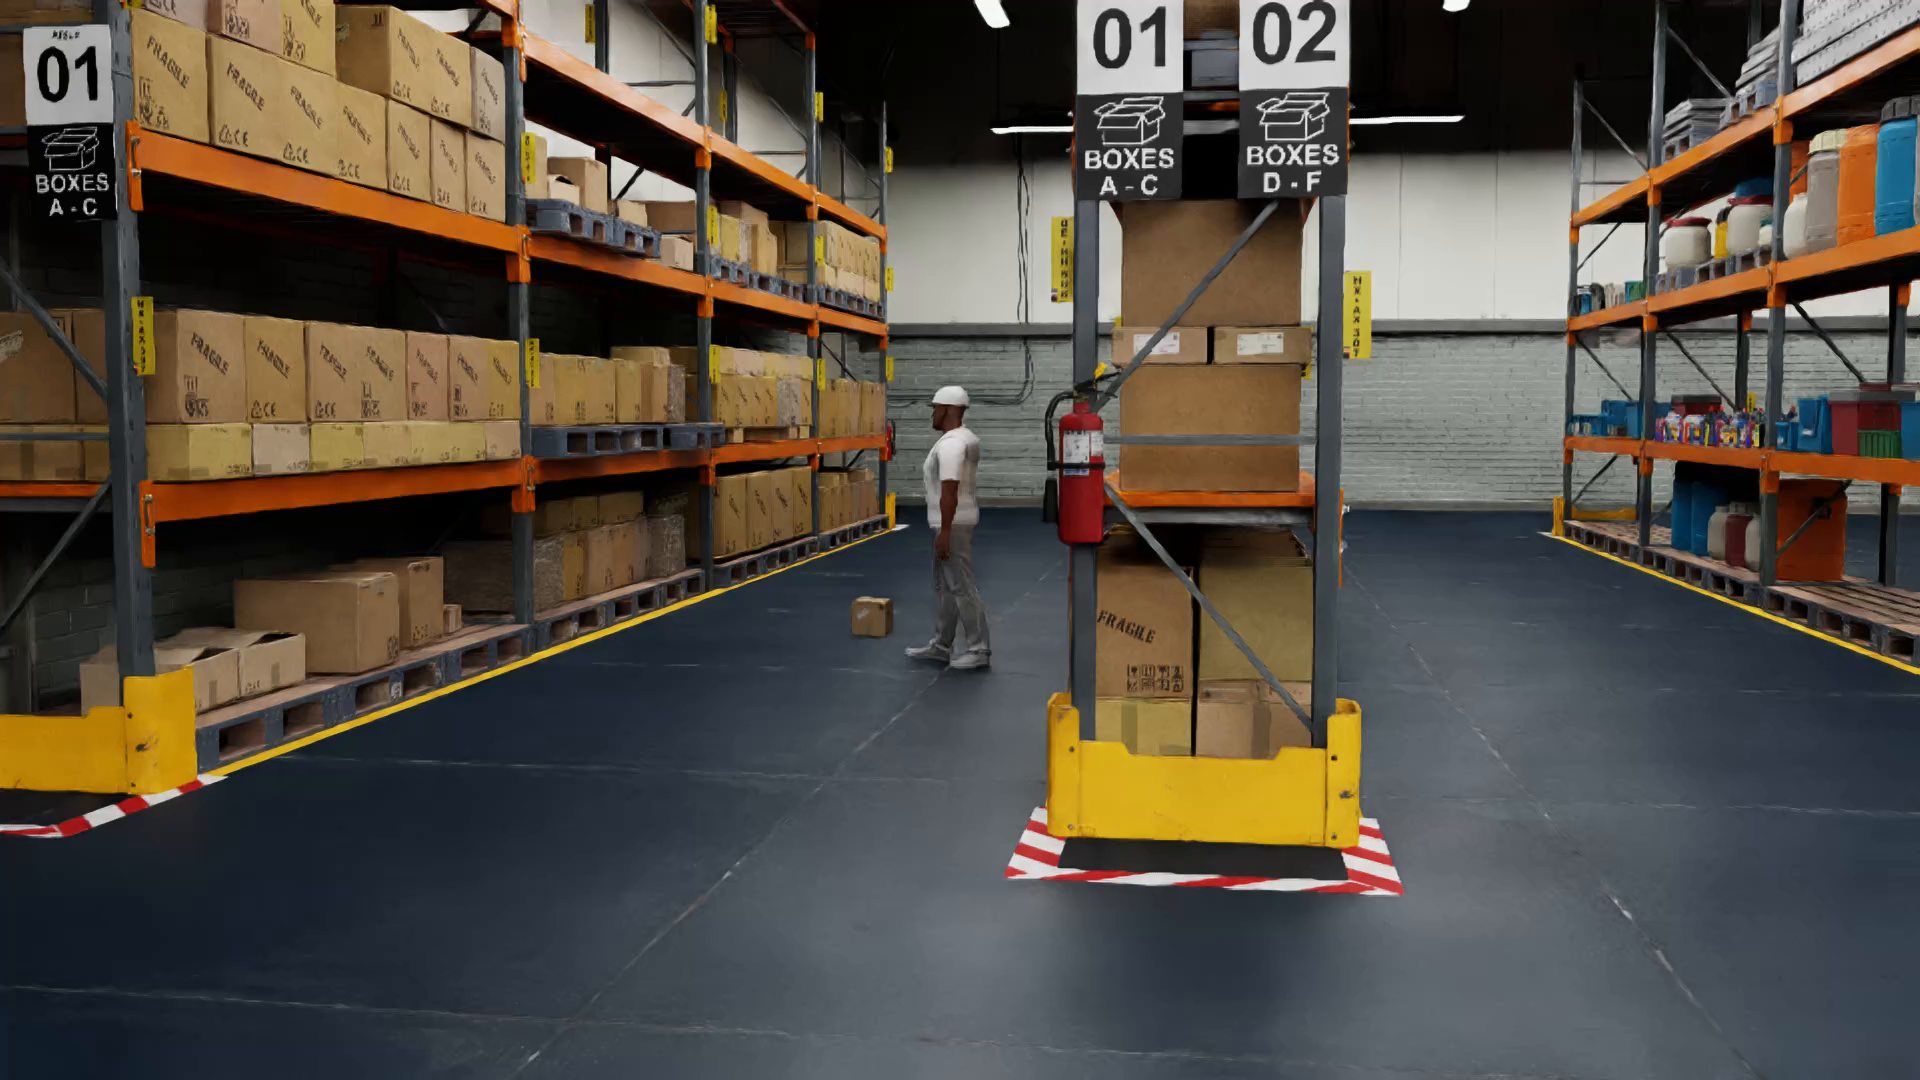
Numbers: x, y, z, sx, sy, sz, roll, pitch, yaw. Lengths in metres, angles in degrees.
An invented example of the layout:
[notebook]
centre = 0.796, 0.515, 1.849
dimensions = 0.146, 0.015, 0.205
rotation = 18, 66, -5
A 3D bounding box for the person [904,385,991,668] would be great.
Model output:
[person]
centre = -0.081, -0.092, 10.540
dimensions = 0.587, 1.768, 0.747
rotation = 1, 4, 6
